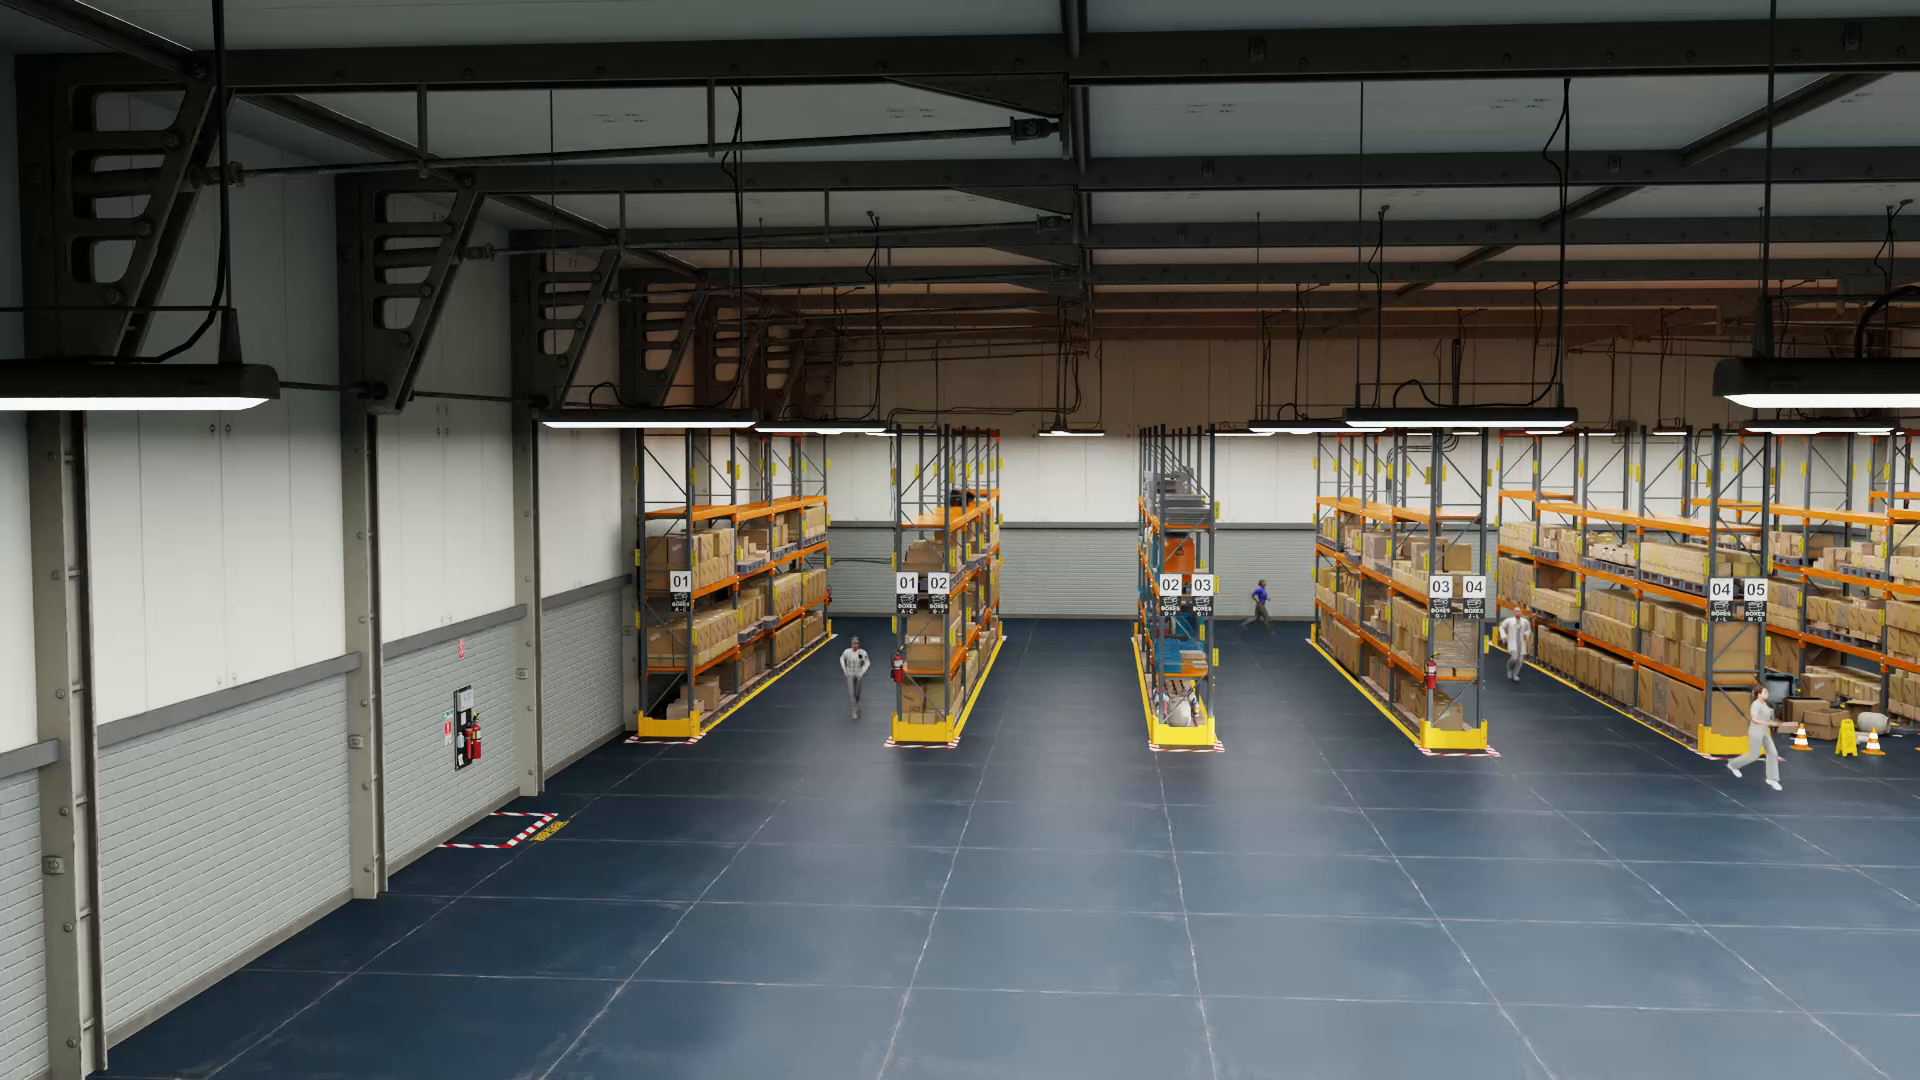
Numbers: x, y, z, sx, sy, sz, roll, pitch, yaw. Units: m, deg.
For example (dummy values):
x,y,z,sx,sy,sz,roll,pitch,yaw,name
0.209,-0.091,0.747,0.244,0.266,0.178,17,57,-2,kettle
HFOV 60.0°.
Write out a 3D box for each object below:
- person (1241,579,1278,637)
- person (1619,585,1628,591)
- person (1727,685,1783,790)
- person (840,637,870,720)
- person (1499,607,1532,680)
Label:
x,y,z,sx,sy,sz,roll,pitch,yaw,name
8.709,1.975,48.352,1.080,1.664,0.543,1,4,13,person
18.853,2.043,47.432,0.627,1.535,0.508,0,4,-7,person
13.139,3.234,27.444,0.597,1.709,0.922,-3,5,-43,person
-2.166,2.800,34.285,0.620,1.674,0.931,0,3,1,person
13.124,2.460,39.171,0.704,1.734,0.653,0,3,2,person
